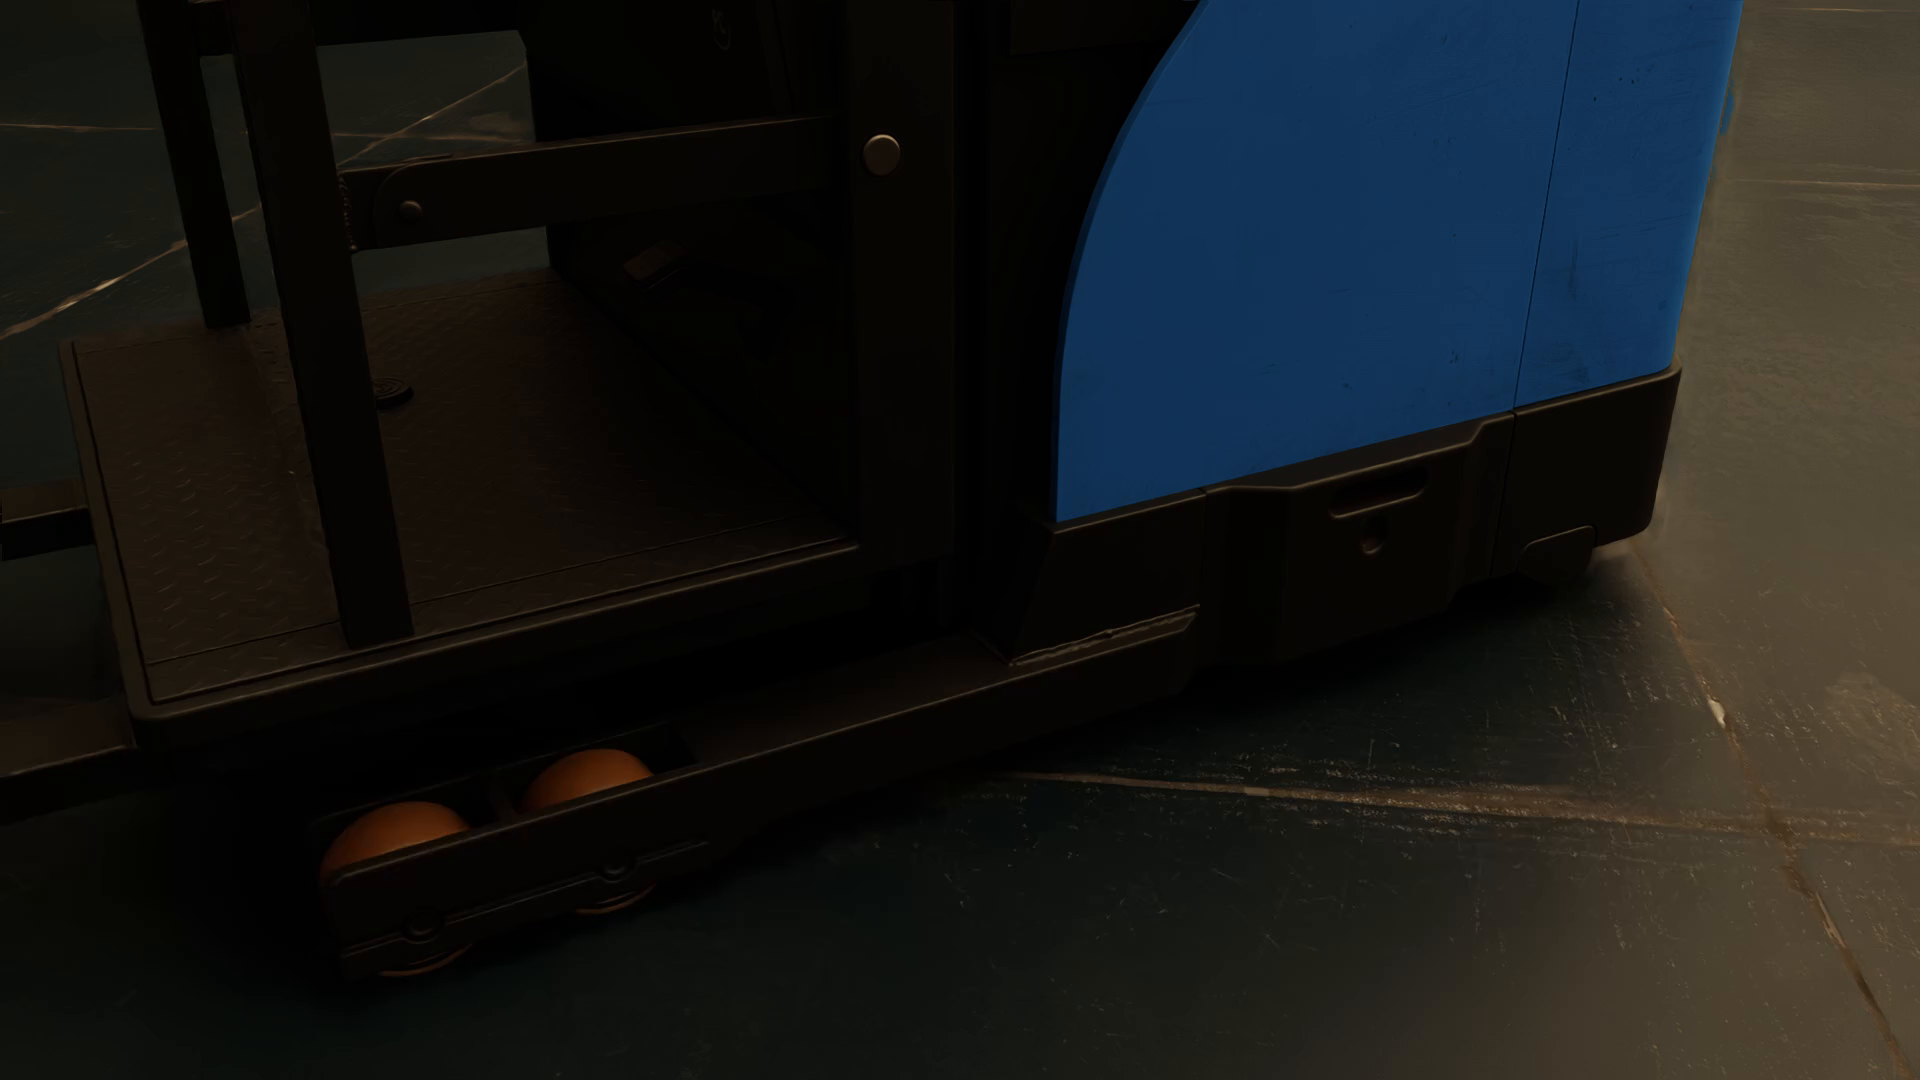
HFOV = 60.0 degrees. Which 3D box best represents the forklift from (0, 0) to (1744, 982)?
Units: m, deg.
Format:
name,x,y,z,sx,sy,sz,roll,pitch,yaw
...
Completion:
name,x,y,z,sx,sy,sz,roll,pitch,yaw
forklift,-0.538,-1.152,1.527,3.031,2.935,1.130,-14,30,-26
